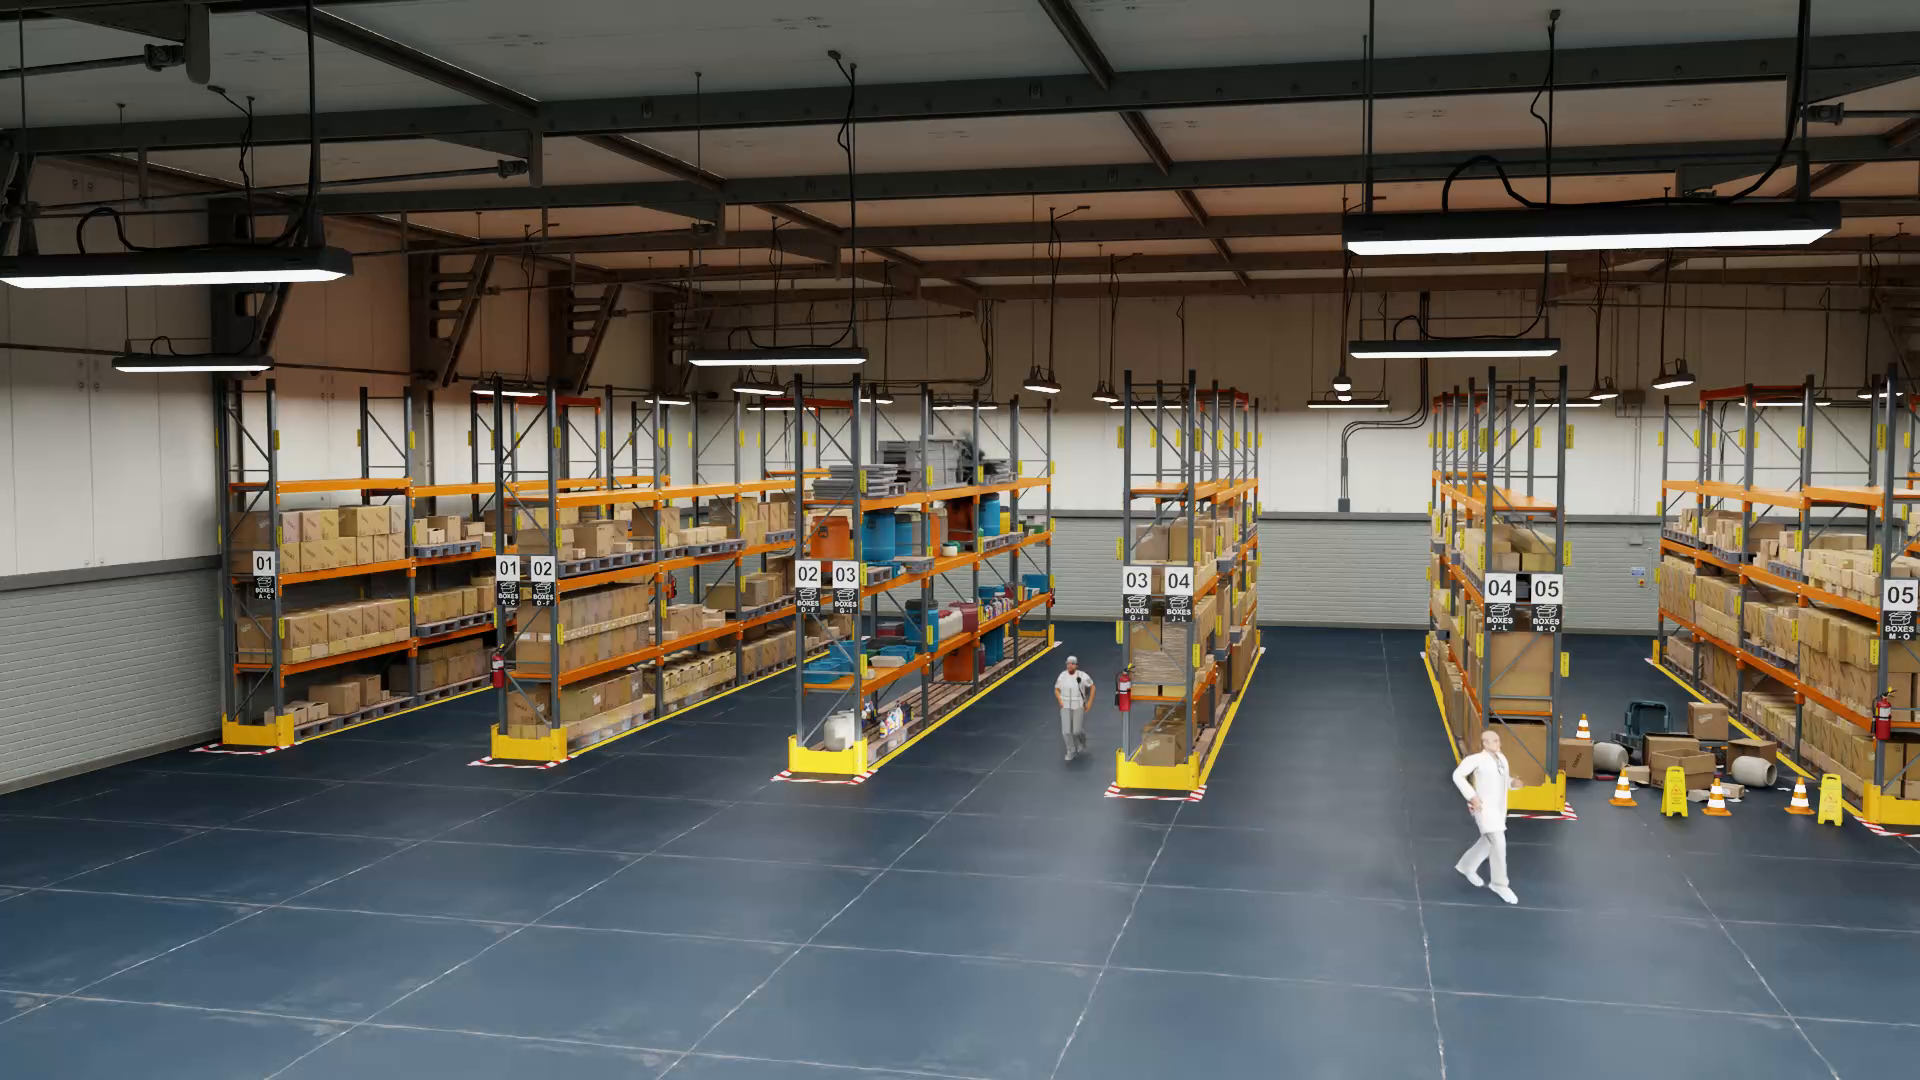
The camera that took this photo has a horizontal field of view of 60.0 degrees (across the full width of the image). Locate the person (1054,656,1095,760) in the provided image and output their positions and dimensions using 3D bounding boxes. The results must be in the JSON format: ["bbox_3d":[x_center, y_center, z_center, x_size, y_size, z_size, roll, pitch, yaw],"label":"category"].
[{"bbox_3d":[1.786,2.631,26.108,0.640,1.626,0.571,1,4,15],"label":"person"}]

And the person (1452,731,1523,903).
[{"bbox_3d":[5.824,3.006,18.344,0.694,1.824,0.875,-3,4,-39],"label":"person"}]
